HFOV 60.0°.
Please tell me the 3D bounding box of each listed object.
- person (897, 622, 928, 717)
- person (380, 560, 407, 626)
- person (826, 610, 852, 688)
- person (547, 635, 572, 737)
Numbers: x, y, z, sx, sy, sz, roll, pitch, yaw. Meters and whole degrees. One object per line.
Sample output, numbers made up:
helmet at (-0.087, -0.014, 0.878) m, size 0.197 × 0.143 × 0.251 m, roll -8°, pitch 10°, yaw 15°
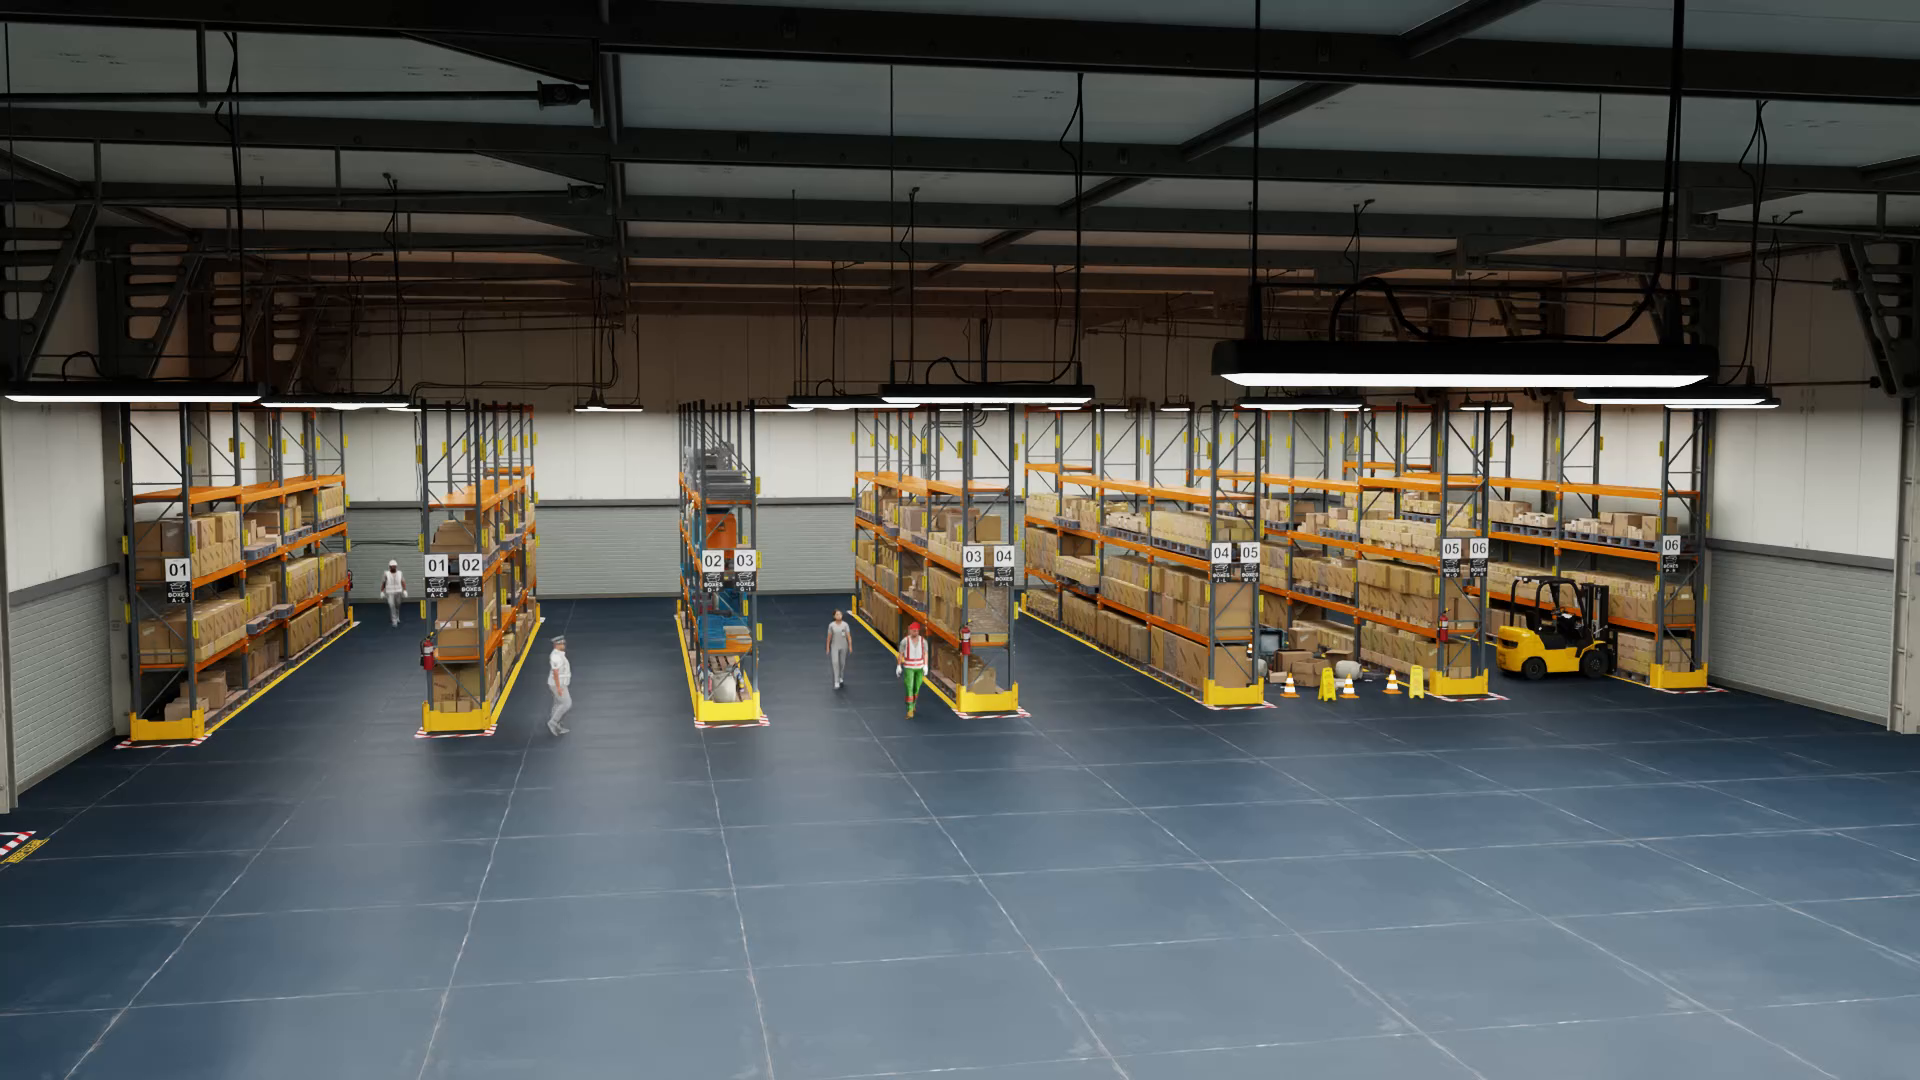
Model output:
person at (-0.864, 2.438, 31.604) m, size 0.572 × 1.743 × 0.900 m, roll -2°, pitch 5°, yaw -20°
person at (-15.351, 1.427, 45.155) m, size 0.663 × 1.744 × 0.979 m, roll -3°, pitch 5°, yaw -31°
person at (-2.540, 2.268, 34.951) m, size 0.523 × 1.596 × 1.064 m, roll -1°, pitch 4°, yaw -9°
person at (-7.155, 2.595, 29.728) m, size 0.437 × 1.786 × 0.565 m, roll -1°, pitch 4°, yaw -7°
